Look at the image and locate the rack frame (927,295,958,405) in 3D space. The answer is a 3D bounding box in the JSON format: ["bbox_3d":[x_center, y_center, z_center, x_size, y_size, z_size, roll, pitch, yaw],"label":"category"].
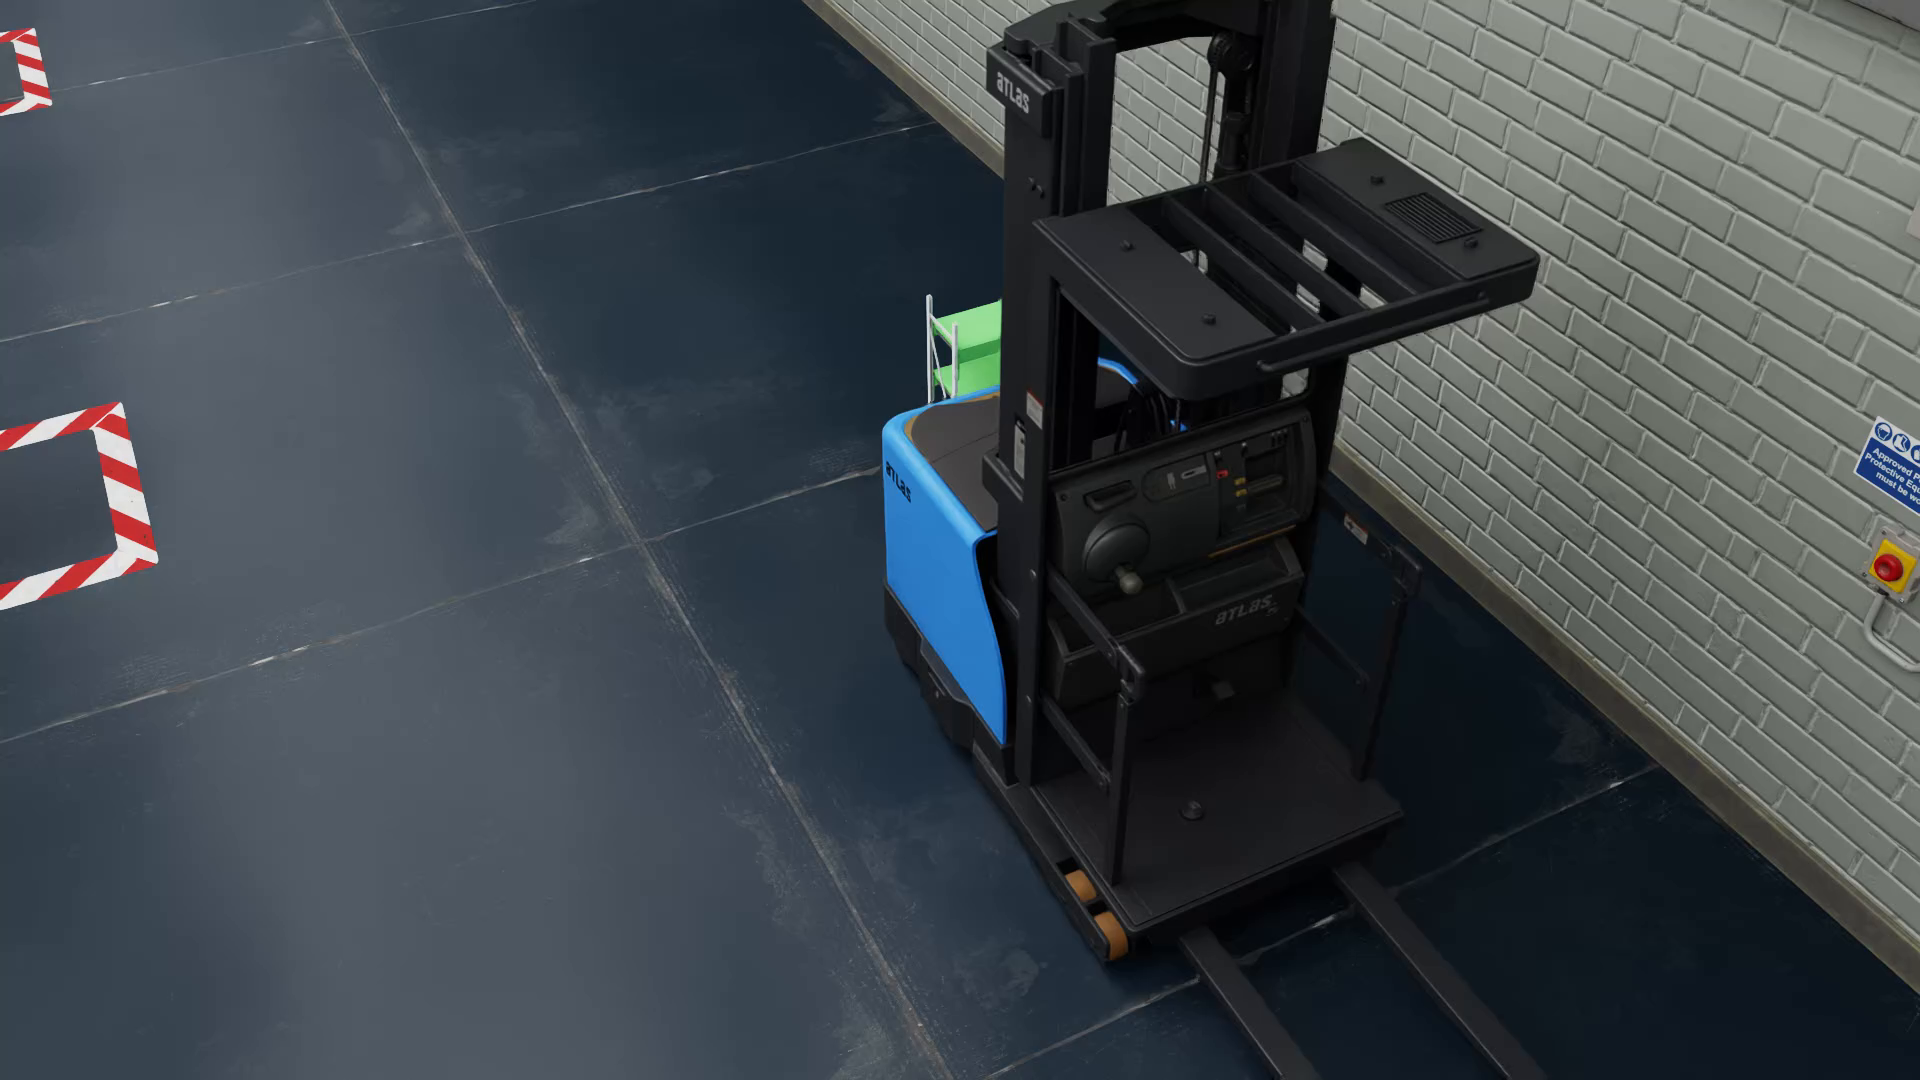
[{"bbox_3d":[-0.070,-0.435,6.835,0.015,1.200,0.240,-19,44,-21],"label":"rack frame"}]

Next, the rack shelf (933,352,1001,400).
[{"bbox_3d":[0.147,-0.642,6.807,0.480,0.148,0.258,-19,44,-21],"label":"rack shelf"}]

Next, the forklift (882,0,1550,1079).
[{"bbox_3d":[0.811,-0.040,5.028,1.130,2.935,3.031,-18,43,-20],"label":"forklift"}]

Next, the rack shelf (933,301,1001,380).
[{"bbox_3d":[0.147,-0.825,6.652,0.480,0.148,0.258,-19,44,-21],"label":"rack shelf"}]

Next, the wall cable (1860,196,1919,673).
[{"bbox_3d":[2.800,-0.449,4.648,0.123,1.953,0.585,-19,44,-21],"label":"wall cable"}]

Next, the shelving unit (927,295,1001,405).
[{"bbox_3d":[0.147,-0.507,6.921,0.503,1.200,0.258,-19,44,-21],"label":"shelving unit"}]

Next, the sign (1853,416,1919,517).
[{"bbox_3d":[2.832,-0.198,4.953,0.001,0.218,0.327,-19,44,-21],"label":"sign"}]
